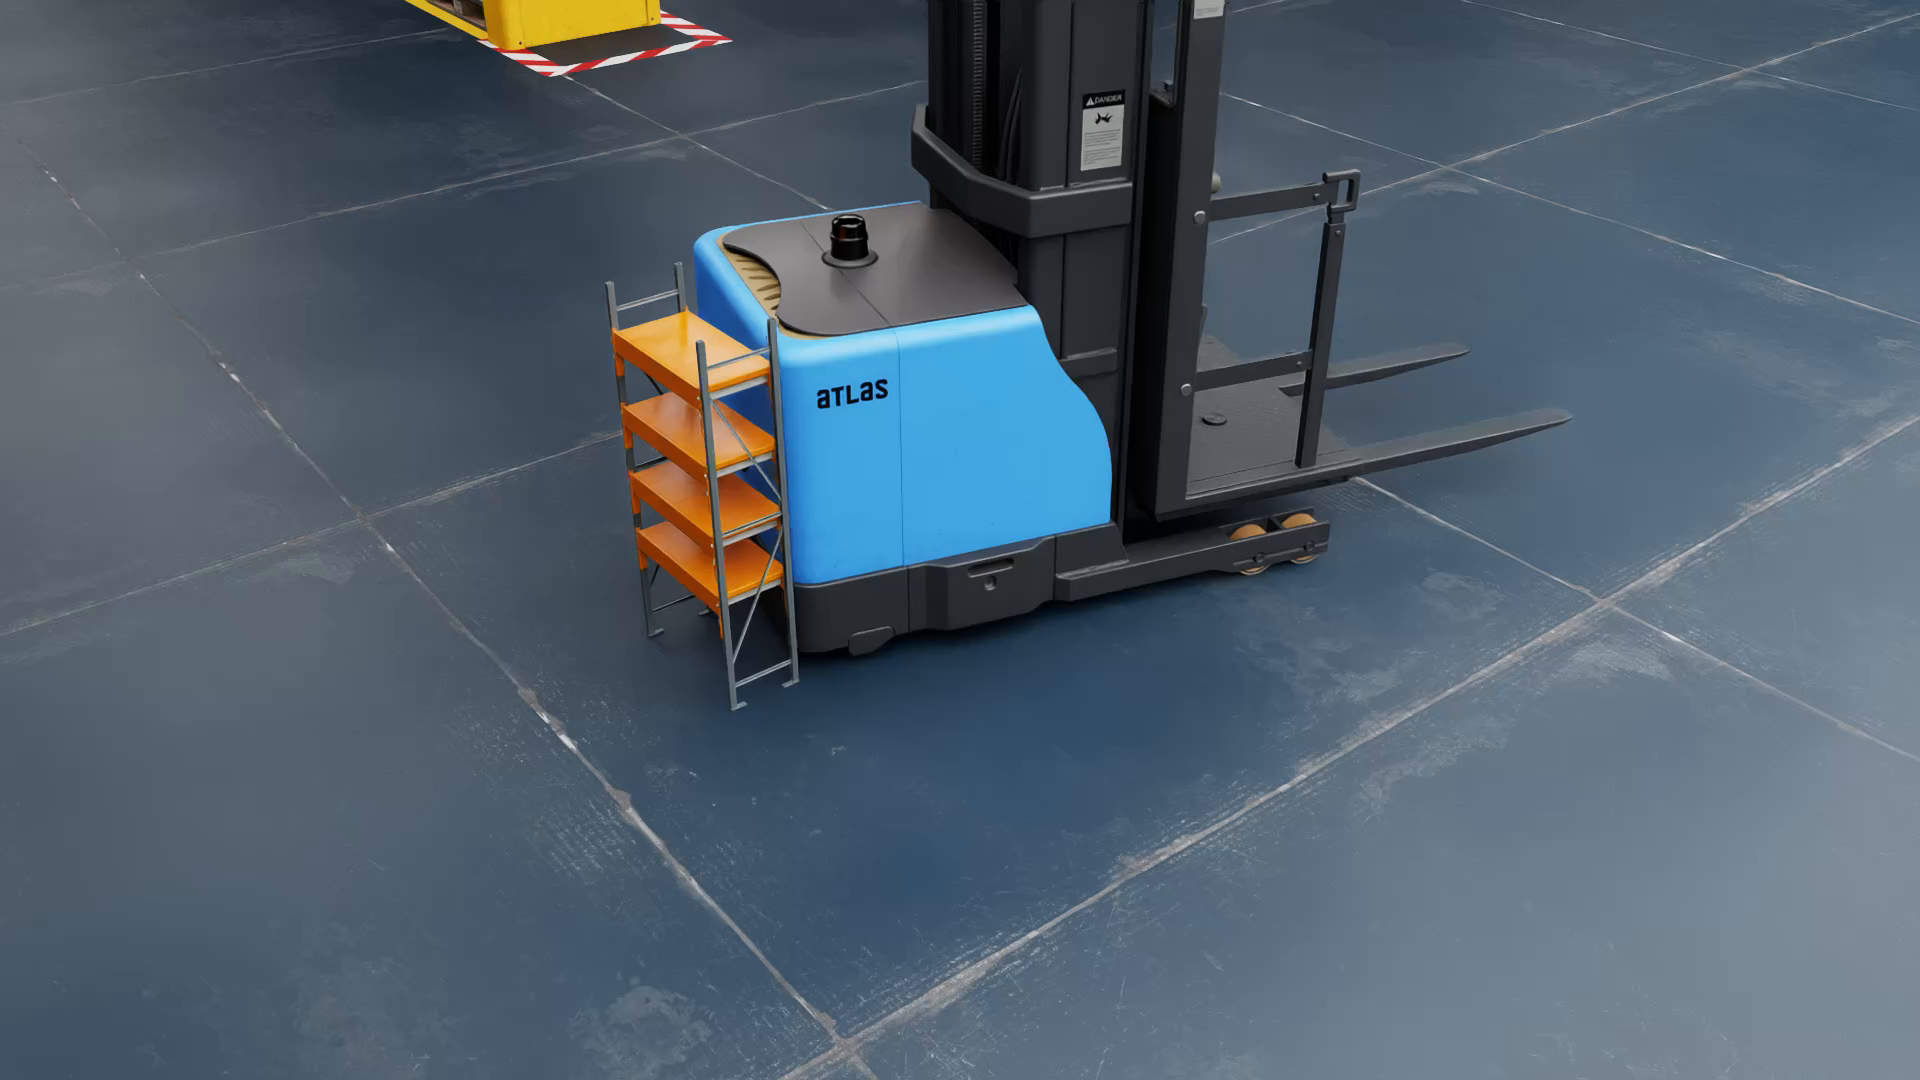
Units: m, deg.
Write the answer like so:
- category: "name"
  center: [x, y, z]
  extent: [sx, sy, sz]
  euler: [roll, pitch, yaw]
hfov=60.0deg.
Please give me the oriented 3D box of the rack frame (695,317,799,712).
- category: "rack frame"
  center: [-0.587, -0.042, 4.680]
  extent: [0.240, 1.200, 0.015]
  euler: [-23, 38, -32]

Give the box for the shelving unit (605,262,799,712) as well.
- category: "shelving unit"
  center: [-0.739, -0.143, 4.842]
  extent: [0.258, 1.200, 0.503]
  euler: [-23, 38, -32]

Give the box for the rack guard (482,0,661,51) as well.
- category: "rack guard"
  center: [-2.612, -3.676, 11.195]
  extent: [1.175, 0.500, 0.348]
  euler: [-22, 38, -31]

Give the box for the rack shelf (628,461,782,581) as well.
- category: "rack shelf"
  center: [-0.739, -0.086, 4.878]
  extent: [0.258, 0.148, 0.480]
  euler: [-23, 38, -32]

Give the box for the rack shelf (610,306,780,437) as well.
- category: "rack shelf"
  center: [-0.739, -0.476, 4.635]
  extent: [0.258, 0.148, 0.480]
  euler: [-23, 38, -32]

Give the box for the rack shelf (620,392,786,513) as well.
- category: "rack shelf"
  center: [-0.739, -0.276, 4.760]
  extent: [0.258, 0.148, 0.480]
  euler: [-23, 38, -32]

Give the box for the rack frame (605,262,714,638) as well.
- category: "rack frame"
  center: [-0.891, -0.243, 5.005]
  extent: [0.240, 1.200, 0.015]
  euler: [-23, 38, -32]

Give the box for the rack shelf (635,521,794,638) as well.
- category: "rack shelf"
  center: [-0.739, 0.083, 4.983]
  extent: [0.258, 0.148, 0.480]
  euler: [-23, 38, -32]

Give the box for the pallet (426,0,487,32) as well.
- category: "pallet"
  center: [-3.106, -3.894, 11.819]
  extent: [1.003, 0.211, 1.213]
  euler: [-22, 38, -31]

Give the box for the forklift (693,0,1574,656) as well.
- category: "forklift"
  center: [0.705, -1.374, 5.185]
  extent: [3.031, 2.935, 1.130]
  euler: [-12, 34, -18]
